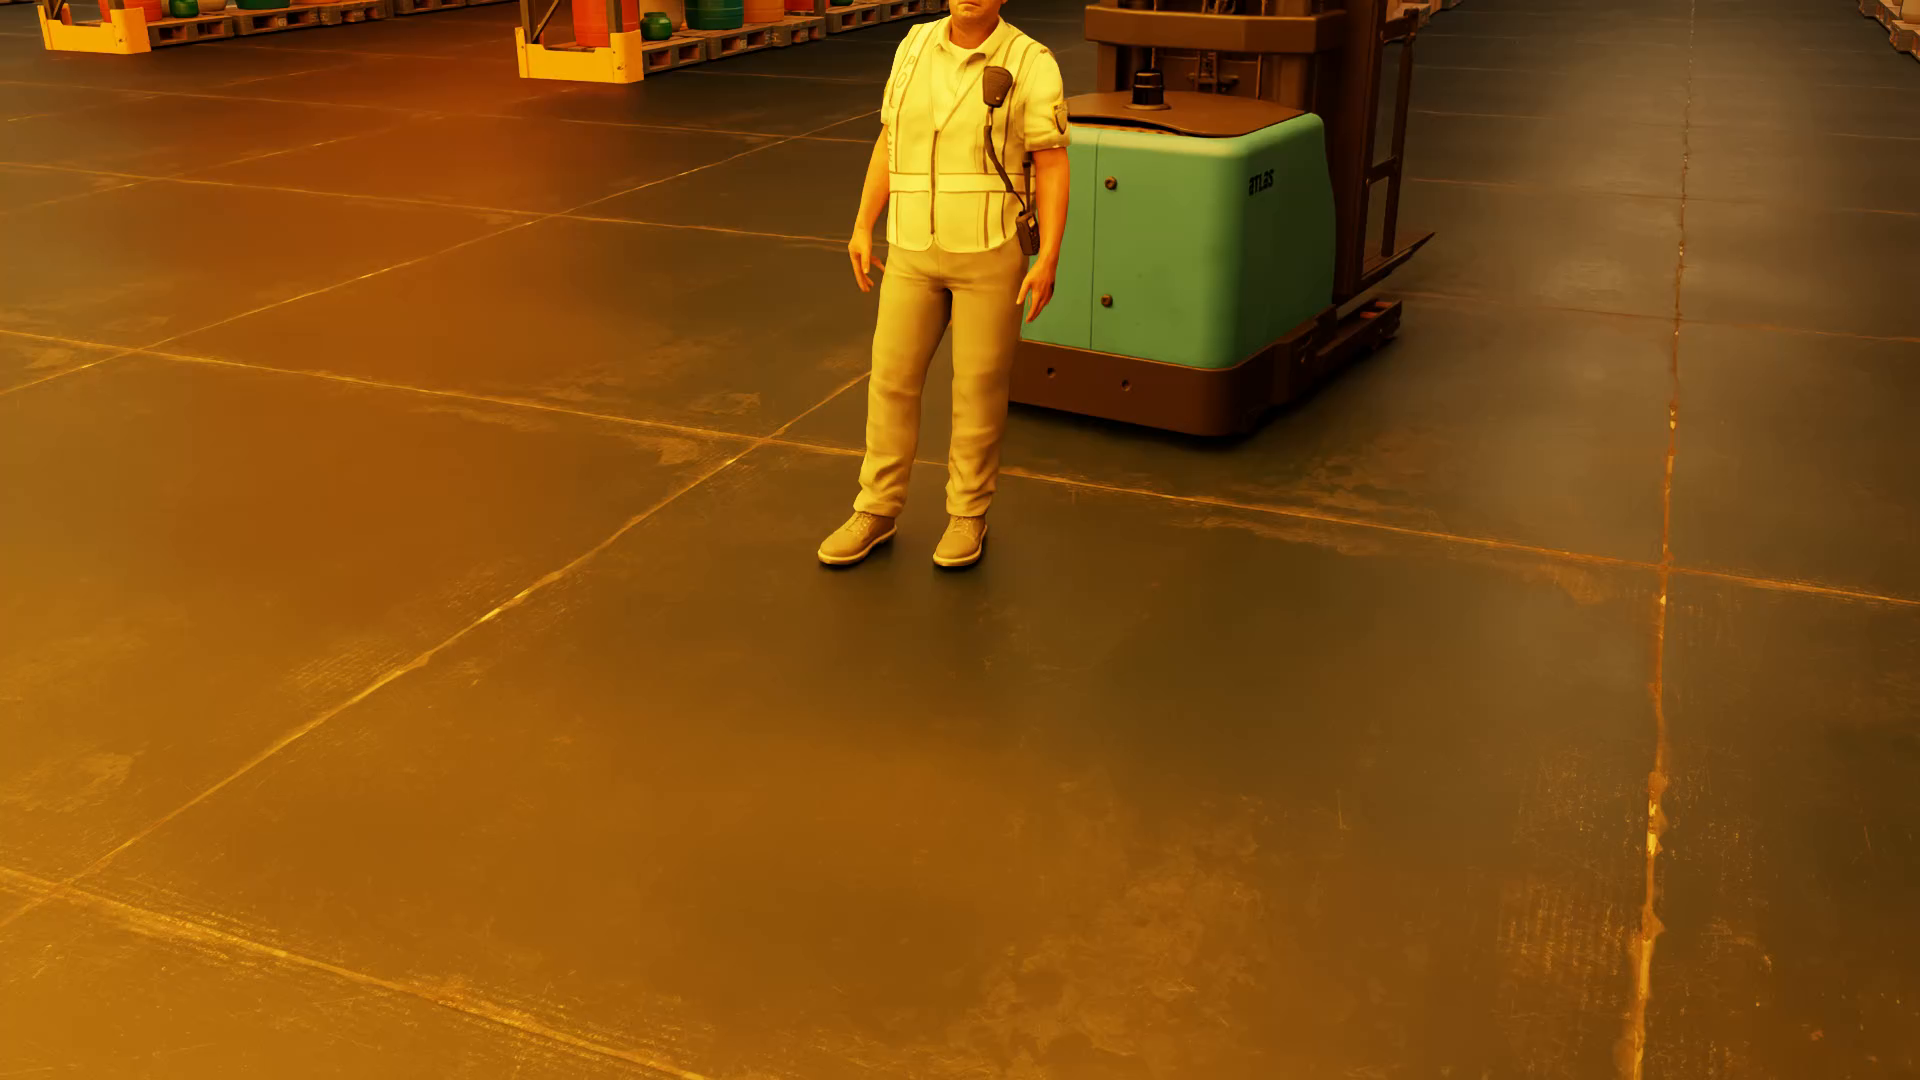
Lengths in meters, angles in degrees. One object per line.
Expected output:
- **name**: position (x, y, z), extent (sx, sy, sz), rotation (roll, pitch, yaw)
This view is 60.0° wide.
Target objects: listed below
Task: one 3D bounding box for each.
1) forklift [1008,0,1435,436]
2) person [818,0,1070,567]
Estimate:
- **forklift**: position (1.247, -2.232, 6.633), extent (1.130, 2.935, 3.031), rotation (13, 26, 29)
- **person**: position (-0.040, -0.803, 4.684), extent (0.641, 1.780, 0.574), rotation (9, 24, 21)
